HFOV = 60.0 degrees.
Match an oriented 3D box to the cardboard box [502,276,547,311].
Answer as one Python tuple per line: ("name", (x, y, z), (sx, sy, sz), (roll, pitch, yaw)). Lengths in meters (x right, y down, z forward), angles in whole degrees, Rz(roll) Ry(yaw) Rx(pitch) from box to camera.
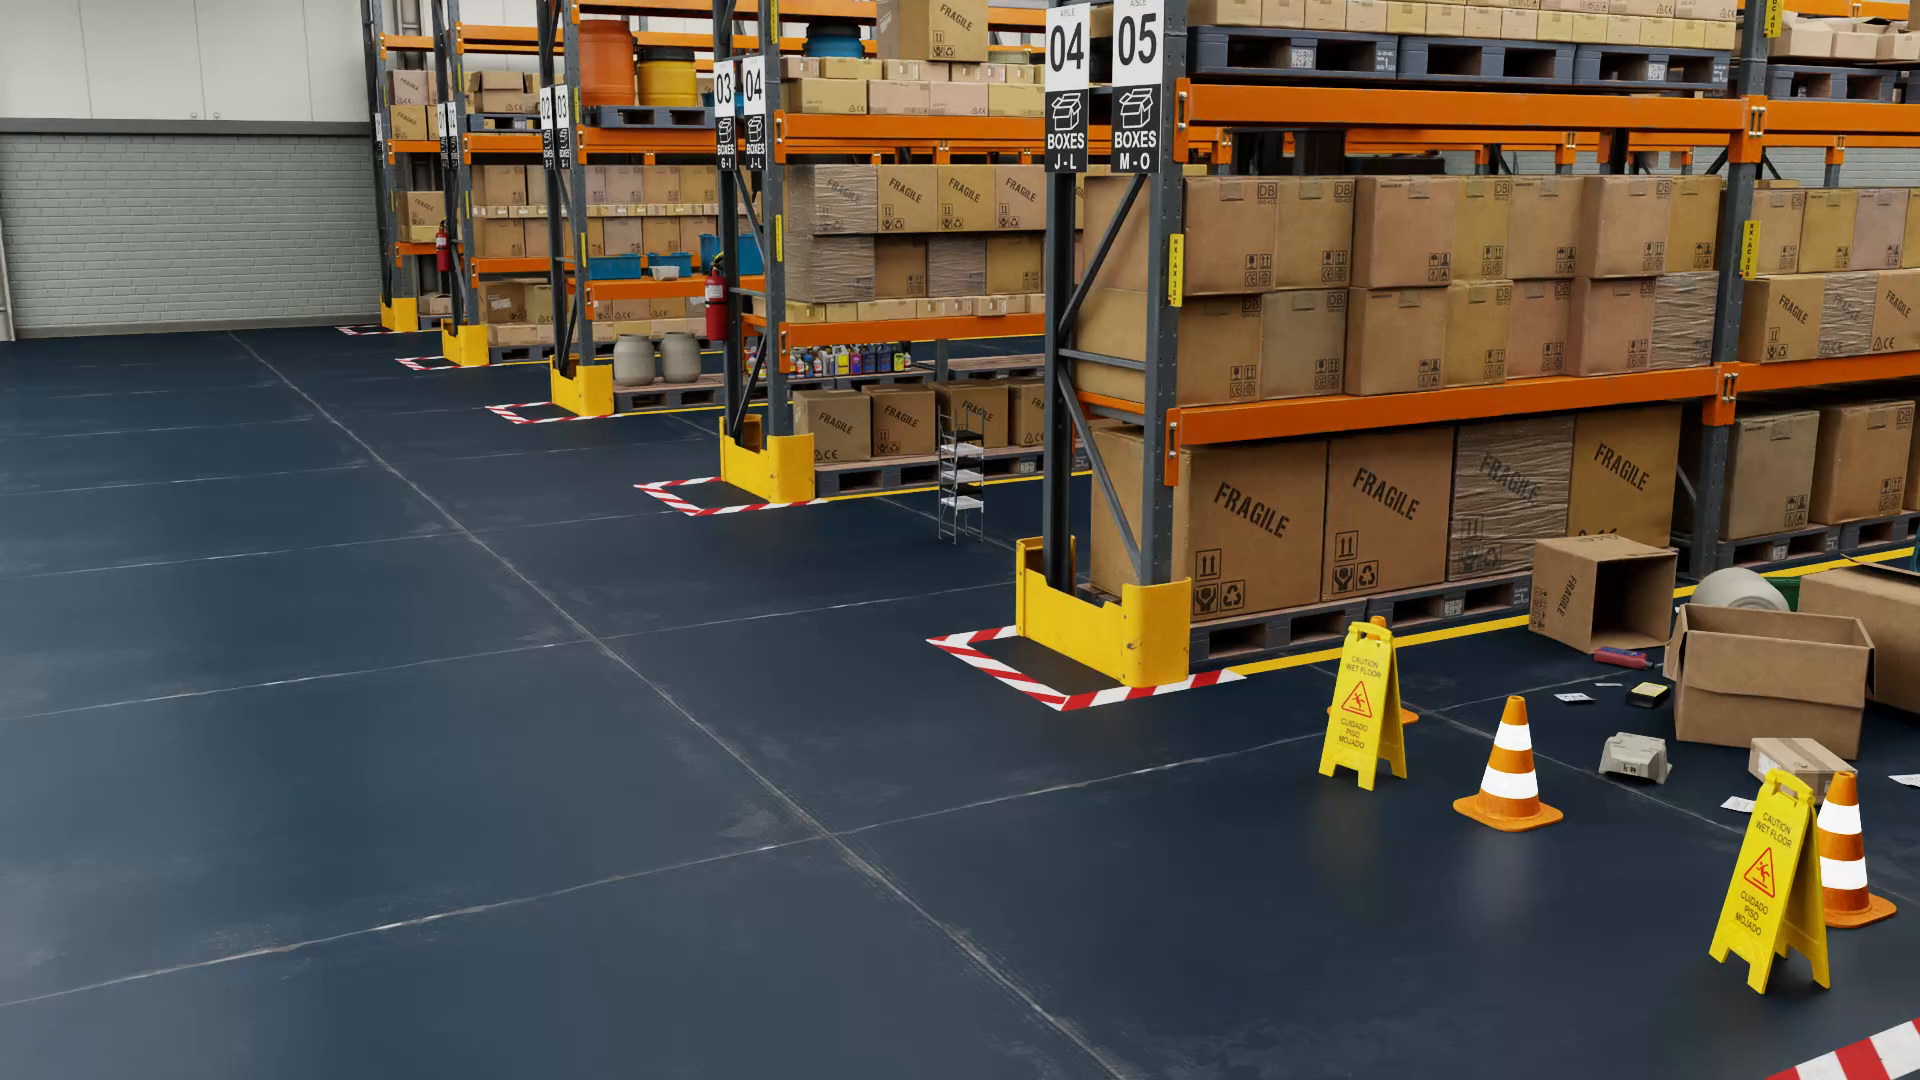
("cardboard box", (-6.862, -3.890, 26.254), (0.500, 0.500, 0.700), (-8, 15, -31))

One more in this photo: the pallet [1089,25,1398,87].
("pallet", (1.374, -2.382, 8.231), (1.213, 0.211, 1.003), (-7, 14, -28))

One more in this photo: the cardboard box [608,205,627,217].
("cardboard box", (-4.506, -4.284, 21.609), (0.250, 0.149, 0.380), (-7, 14, -27))

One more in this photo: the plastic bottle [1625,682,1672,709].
("plastic bottle", (3.230, 0.718, 7.781), (0.133, 0.061, 0.283), (11, 17, 40))

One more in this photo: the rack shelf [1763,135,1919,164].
("rack shelf", (10.728, -4.433, 18.784), (4.000, 0.370, 1.077), (-7, 14, -28))

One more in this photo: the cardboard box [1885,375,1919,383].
("cardboard box", (7.172, -0.784, 11.928), (0.750, 0.750, 1.050), (-7, 14, -29))

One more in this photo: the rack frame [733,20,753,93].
("rack frame", (-2.792, -7.105, 22.186), (0.127, 3.000, 1.000), (-7, 14, -28))

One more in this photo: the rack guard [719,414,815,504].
("rack guard", (-1.493, -0.637, 12.800), (0.348, 0.500, 1.175), (-7, 14, -28))

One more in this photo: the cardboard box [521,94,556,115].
("cardboard box", (-5.419, -5.593, 21.364), (0.500, 0.250, 0.500), (-7, 14, -28))

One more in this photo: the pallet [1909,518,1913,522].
("pallet", (7.022, -0.295, 11.937), (1.213, 0.211, 1.003), (-7, 14, -28))

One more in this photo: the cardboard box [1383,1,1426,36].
("cardboard box", (2.069, -2.557, 8.194), (0.250, 0.149, 0.380), (-7, 14, -28))

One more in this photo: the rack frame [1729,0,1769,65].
("rack frame", (4.239, -4.229, 9.406), (0.127, 3.000, 1.000), (-7, 14, -28))

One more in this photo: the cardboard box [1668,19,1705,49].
("cardboard box", (3.851, -2.771, 9.144), (0.250, 0.149, 0.380), (-7, 14, -27))

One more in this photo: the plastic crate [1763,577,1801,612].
("plastic crate", (4.714, 0.312, 9.164), (0.662, 0.188, 0.450), (0, 3, 1))

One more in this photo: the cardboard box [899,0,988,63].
("cardboard box", (-0.128, -3.854, 12.525), (0.500, 0.500, 0.500), (-7, 14, -28))

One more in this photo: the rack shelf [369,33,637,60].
("rack shelf", (-6.925, -7.497, 25.570), (4.000, 0.370, 1.077), (-7, 14, -28))

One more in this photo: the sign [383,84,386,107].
("sign", (-8.420, -6.497, 24.325), (0.005, 0.325, 0.100), (-7, 14, -28))

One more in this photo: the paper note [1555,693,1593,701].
("paper note", (2.881, 0.734, 7.781), (0.142, 0.017, 0.144), (-2, 13, -8))

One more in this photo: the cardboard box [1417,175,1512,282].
("cardboard box", (2.470, -1.702, 9.041), (0.500, 0.550, 0.875), (-7, 14, -28))

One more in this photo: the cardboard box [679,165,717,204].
("cardboard box", (-3.622, -4.759, 22.241), (0.500, 0.500, 0.700), (-7, 14, -28))

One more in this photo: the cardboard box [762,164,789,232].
("cardboard box", (-1.196, -2.635, 12.805), (0.500, 0.500, 0.500), (-7, 14, -28))

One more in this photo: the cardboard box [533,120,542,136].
("cardboard box", (-6.412, -6.438, 25.777), (0.500, 0.500, 0.500), (-7, 15, -30))

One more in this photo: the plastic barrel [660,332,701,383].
("plastic barrel", (-2.952, -1.931, 17.566), (0.421, 0.512, 0.421), (0, 13, 0))

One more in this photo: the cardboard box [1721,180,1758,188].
("cardboard box", (7.808, -3.510, 17.362), (0.637, 0.503, 0.797), (-7, 14, -27))

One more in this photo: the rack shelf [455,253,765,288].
("rack shelf", (-4.548, -3.617, 21.988), (4.000, 0.370, 1.077), (-7, 14, -28))

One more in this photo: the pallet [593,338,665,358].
("pallet", (-4.583, -2.613, 22.240), (1.213, 0.211, 1.003), (-7, 14, -28))

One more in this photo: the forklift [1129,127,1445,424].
("forklift", (2.765, -1.734, 12.140), (3.031, 2.935, 1.130), (-6, 14, -26))

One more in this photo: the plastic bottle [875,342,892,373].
("plastic bottle", (-0.850, -2.023, 18.296), (0.185, 0.351, 0.144), (-7, 15, -29))

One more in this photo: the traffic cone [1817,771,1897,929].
("traffic cone", (2.948, 1.005, 5.588), (0.334, 0.463, 0.336), (-7, 14, -28))

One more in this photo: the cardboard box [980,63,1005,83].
("cardboard box", (0.147, -3.583, 12.799), (0.250, 0.149, 0.380), (-7, 14, -28))

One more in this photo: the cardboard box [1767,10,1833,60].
("cardboard box", (4.888, -2.969, 9.762), (0.396, 0.266, 0.258), (-7, 15, -29))

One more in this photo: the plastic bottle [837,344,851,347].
("plastic bottle", (-1.330, -2.141, 18.821), (0.185, 0.351, 0.144), (-6, 14, -26))

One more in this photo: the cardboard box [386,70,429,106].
("cardboard box", (-8.226, -6.715, 24.735), (0.500, 0.500, 0.500), (-8, 15, -32))

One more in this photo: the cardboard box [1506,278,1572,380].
("cardboard box", (2.918, -1.238, 9.438), (0.550, 0.550, 0.875), (-7, 14, -28))

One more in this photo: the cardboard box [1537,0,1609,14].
("cardboard box", (3.046, -2.885, 8.744), (0.500, 0.250, 0.500), (-7, 14, -28))

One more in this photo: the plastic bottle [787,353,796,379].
("plastic bottle", (-1.804, -1.864, 17.770), (0.097, 0.271, 0.097), (0, 13, 0))

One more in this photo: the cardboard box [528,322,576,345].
("cardboard box", (-5.289, -2.688, 21.527), (0.500, 0.250, 0.500), (-7, 14, -28))

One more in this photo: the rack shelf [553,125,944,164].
("rack shelf", (-2.178, -4.126, 17.416), (4.000, 0.370, 1.077), (-7, 14, -28))

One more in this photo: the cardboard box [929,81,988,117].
("cardboard box", (-0.127, -3.346, 12.655), (0.500, 0.250, 0.500), (-7, 14, -28))

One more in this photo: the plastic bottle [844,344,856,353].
("plastic bottle", (-1.261, -2.113, 18.698), (0.185, 0.351, 0.144), (-7, 14, -28))

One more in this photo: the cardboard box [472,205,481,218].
("cardboard box", (-6.059, -4.200, 21.234), (0.250, 0.149, 0.380), (-7, 15, -29))

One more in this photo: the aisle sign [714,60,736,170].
("aisle sign", (-1.758, -3.168, 12.432), (0.004, 0.787, 0.394), (-7, 14, -28))

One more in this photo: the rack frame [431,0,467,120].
("rack frame", (-6.303, -6.684, 20.316), (0.127, 3.000, 1.000), (-7, 14, -28))

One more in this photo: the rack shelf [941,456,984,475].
("rack shelf", (0.007, -0.495, 11.002), (0.200, 0.077, 0.258), (-7, 14, -28))

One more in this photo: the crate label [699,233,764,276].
("crate label", (-2.447, -3.066, 17.819), (0.616, 0.435, 0.502), (-7, 14, -28))

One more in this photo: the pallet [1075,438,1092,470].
("pallet", (1.378, -0.831, 14.322), (1.213, 0.211, 1.003), (-7, 14, -28))

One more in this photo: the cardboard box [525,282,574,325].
("cardboard box", (-5.288, -3.053, 21.443), (0.500, 0.500, 0.500), (-7, 14, -28))

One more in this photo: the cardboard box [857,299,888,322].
("cardboard box", (-0.740, -1.756, 12.651), (0.250, 0.149, 0.380), (-7, 14, -28))

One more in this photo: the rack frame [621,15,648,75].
("rack frame", (-5.169, -8.060, 26.426), (0.127, 3.000, 1.000), (-7, 14, -28))

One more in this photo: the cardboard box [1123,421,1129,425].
("cardboard box", (1.581, -1.220, 14.435), (0.500, 0.500, 0.500), (-7, 15, -30))

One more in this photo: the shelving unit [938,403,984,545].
("shelving unit", (0.007, -0.440, 11.014), (0.210, 0.900, 0.258), (-7, 14, -28))

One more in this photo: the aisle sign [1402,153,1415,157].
("aisle sign", (7.660, -6.773, 28.452), (0.004, 0.787, 0.394), (-7, 14, -28))
